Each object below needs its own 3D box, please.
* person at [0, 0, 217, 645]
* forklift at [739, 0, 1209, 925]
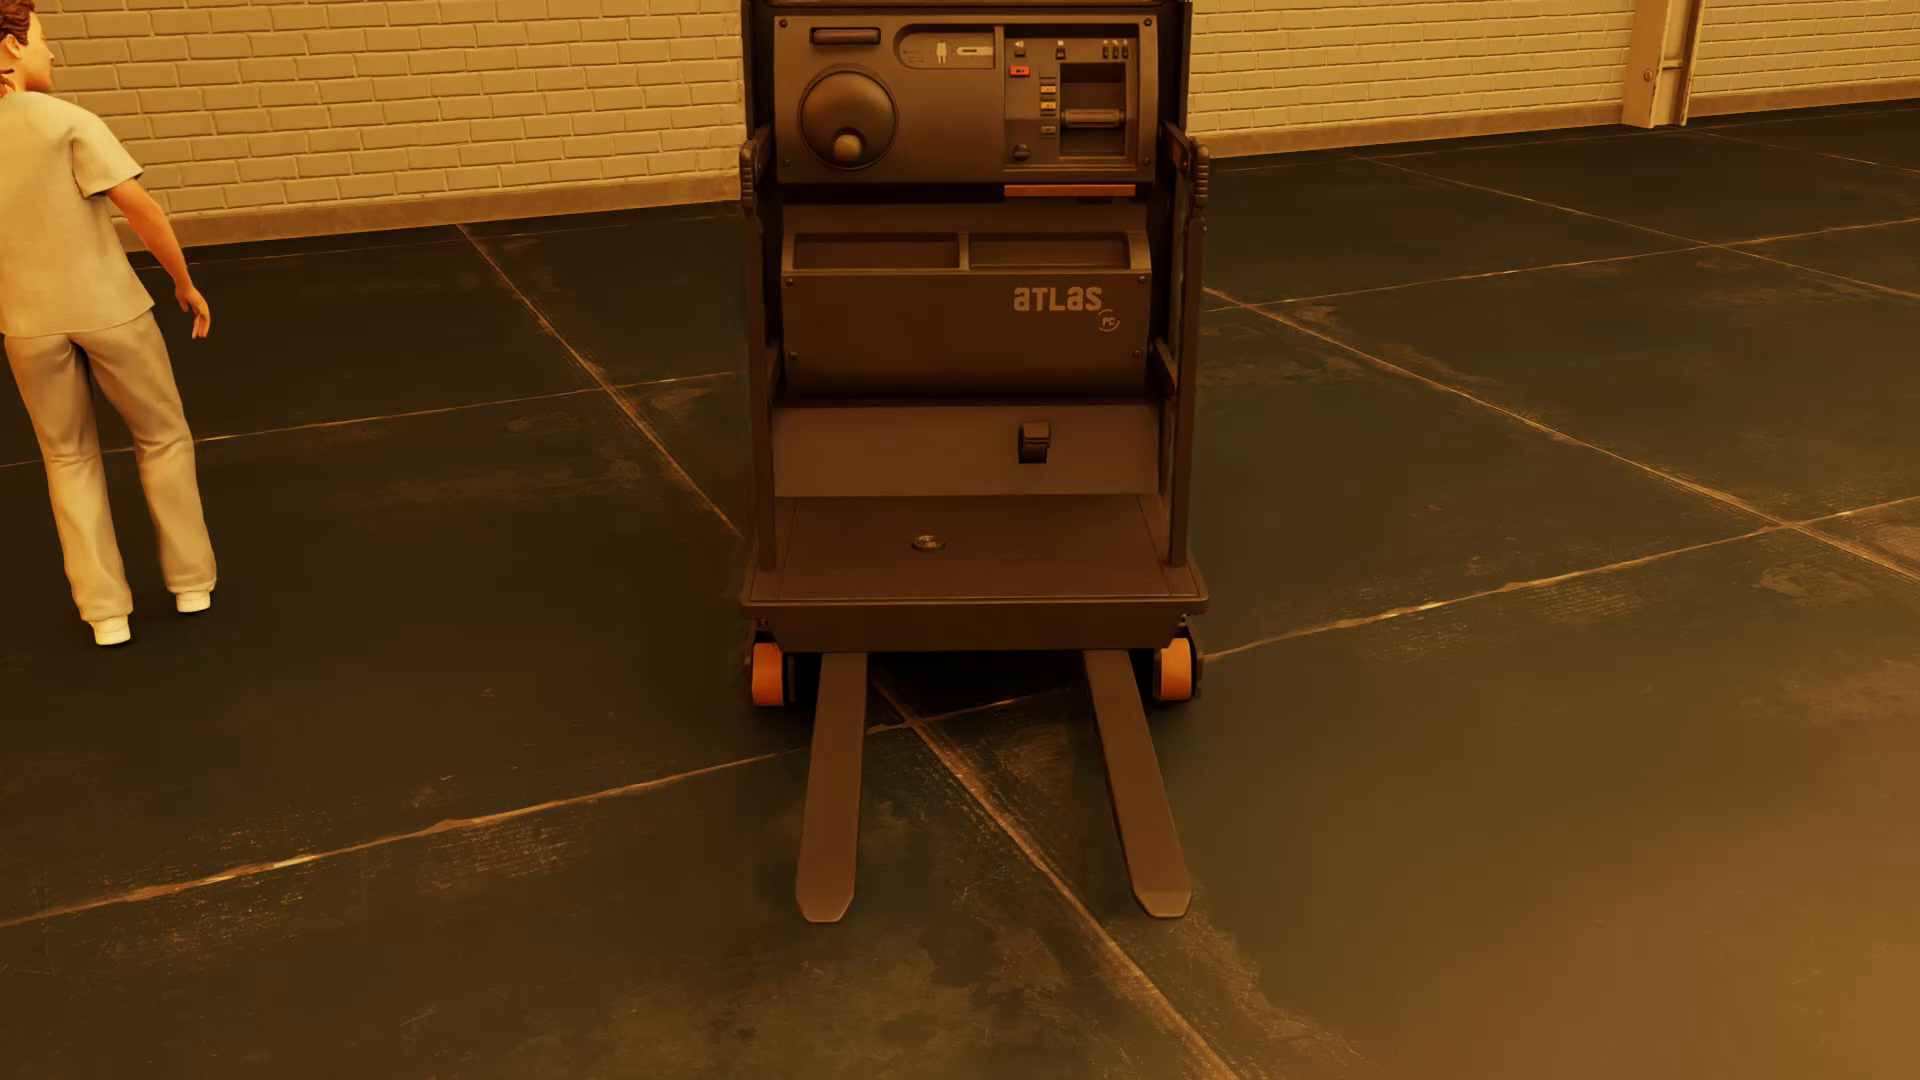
[{"bbox_3d":[-2.280,-0.566,4.310,0.633,1.657,0.471,-6,23,-14],"label":"person"},{"bbox_3d":[0.023,-1.062,3.843,1.130,2.935,3.031,-1,23,-1],"label":"forklift"}]
